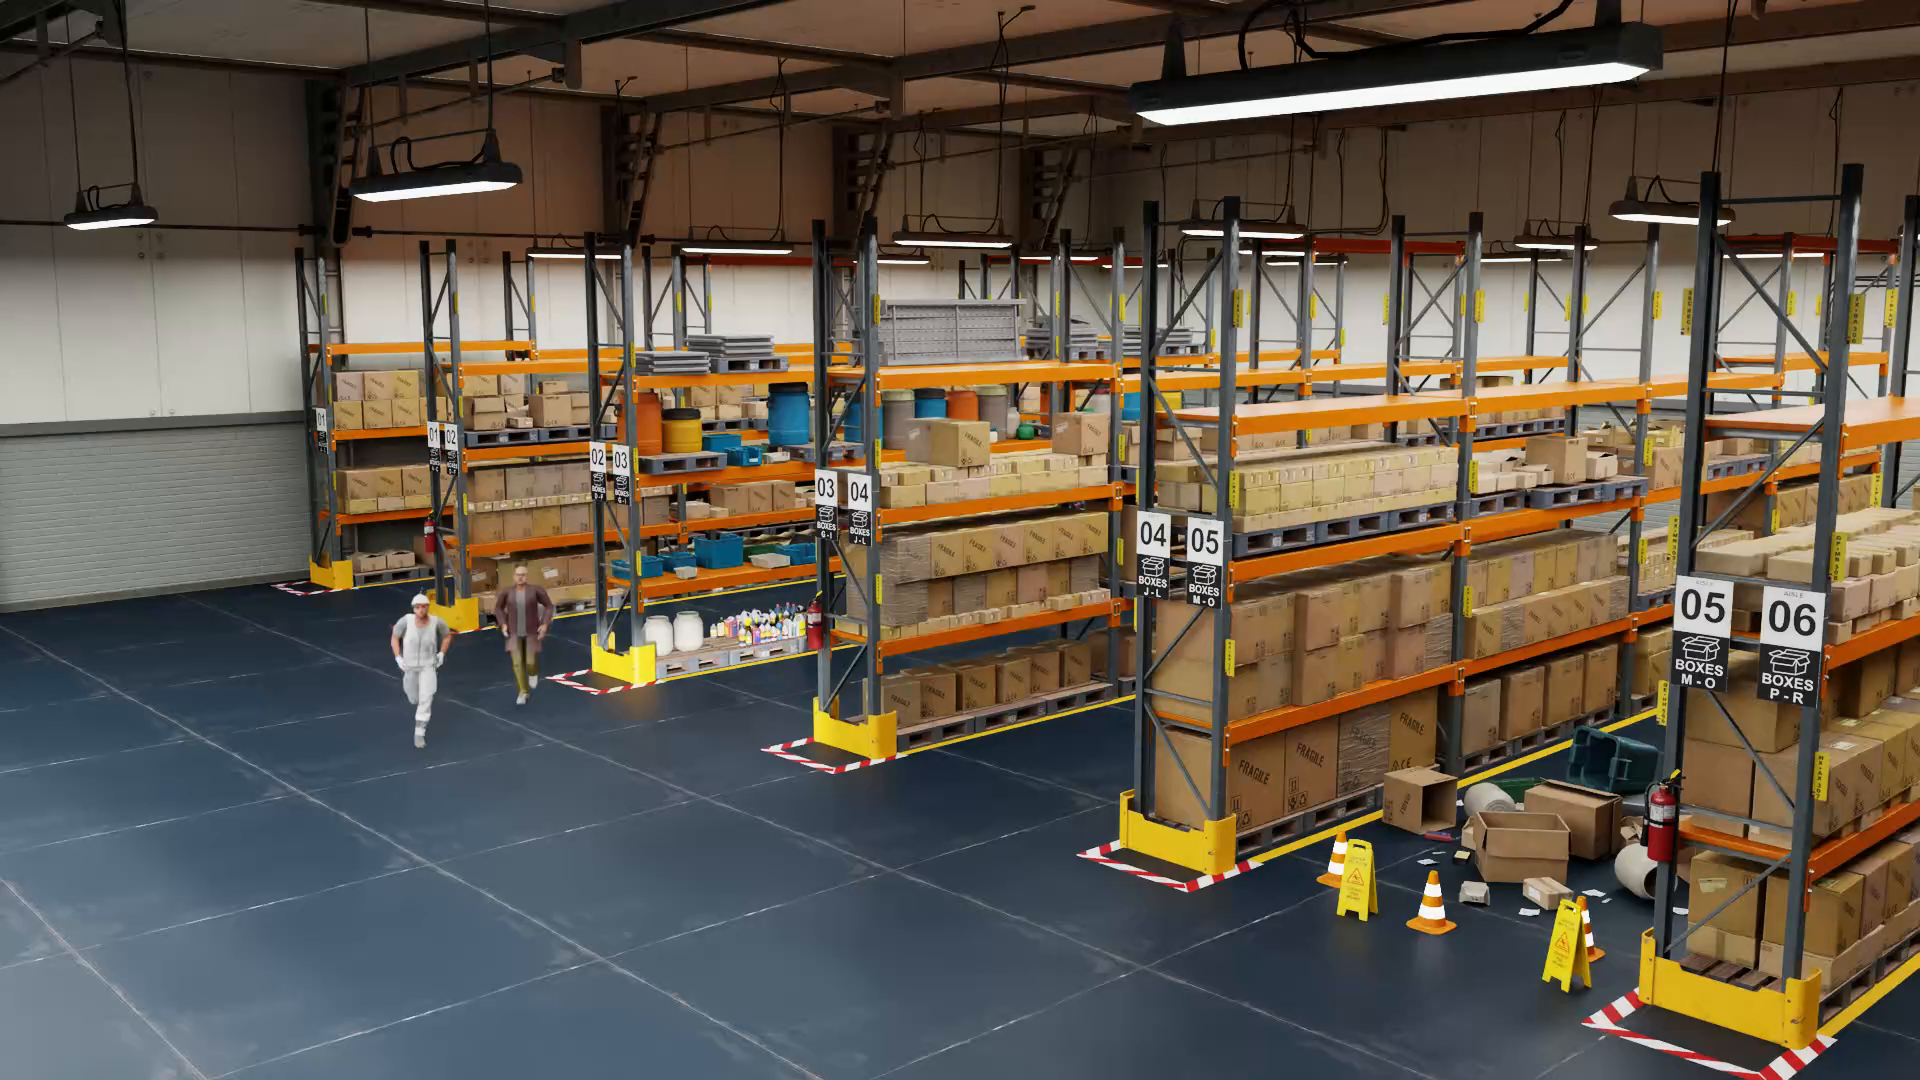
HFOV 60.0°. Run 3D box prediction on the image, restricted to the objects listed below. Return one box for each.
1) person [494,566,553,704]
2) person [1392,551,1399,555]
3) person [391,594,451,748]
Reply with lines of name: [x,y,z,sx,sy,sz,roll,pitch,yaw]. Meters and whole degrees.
person: [-5.604,1.191,21.387,0.743,1.746,0.717,-1,8,-8]
person: [6.191,0.870,23.752,0.802,1.706,0.684,-8,11,-42]
person: [-6.305,1.474,19.509,0.664,1.767,0.950,-2,9,-13]
